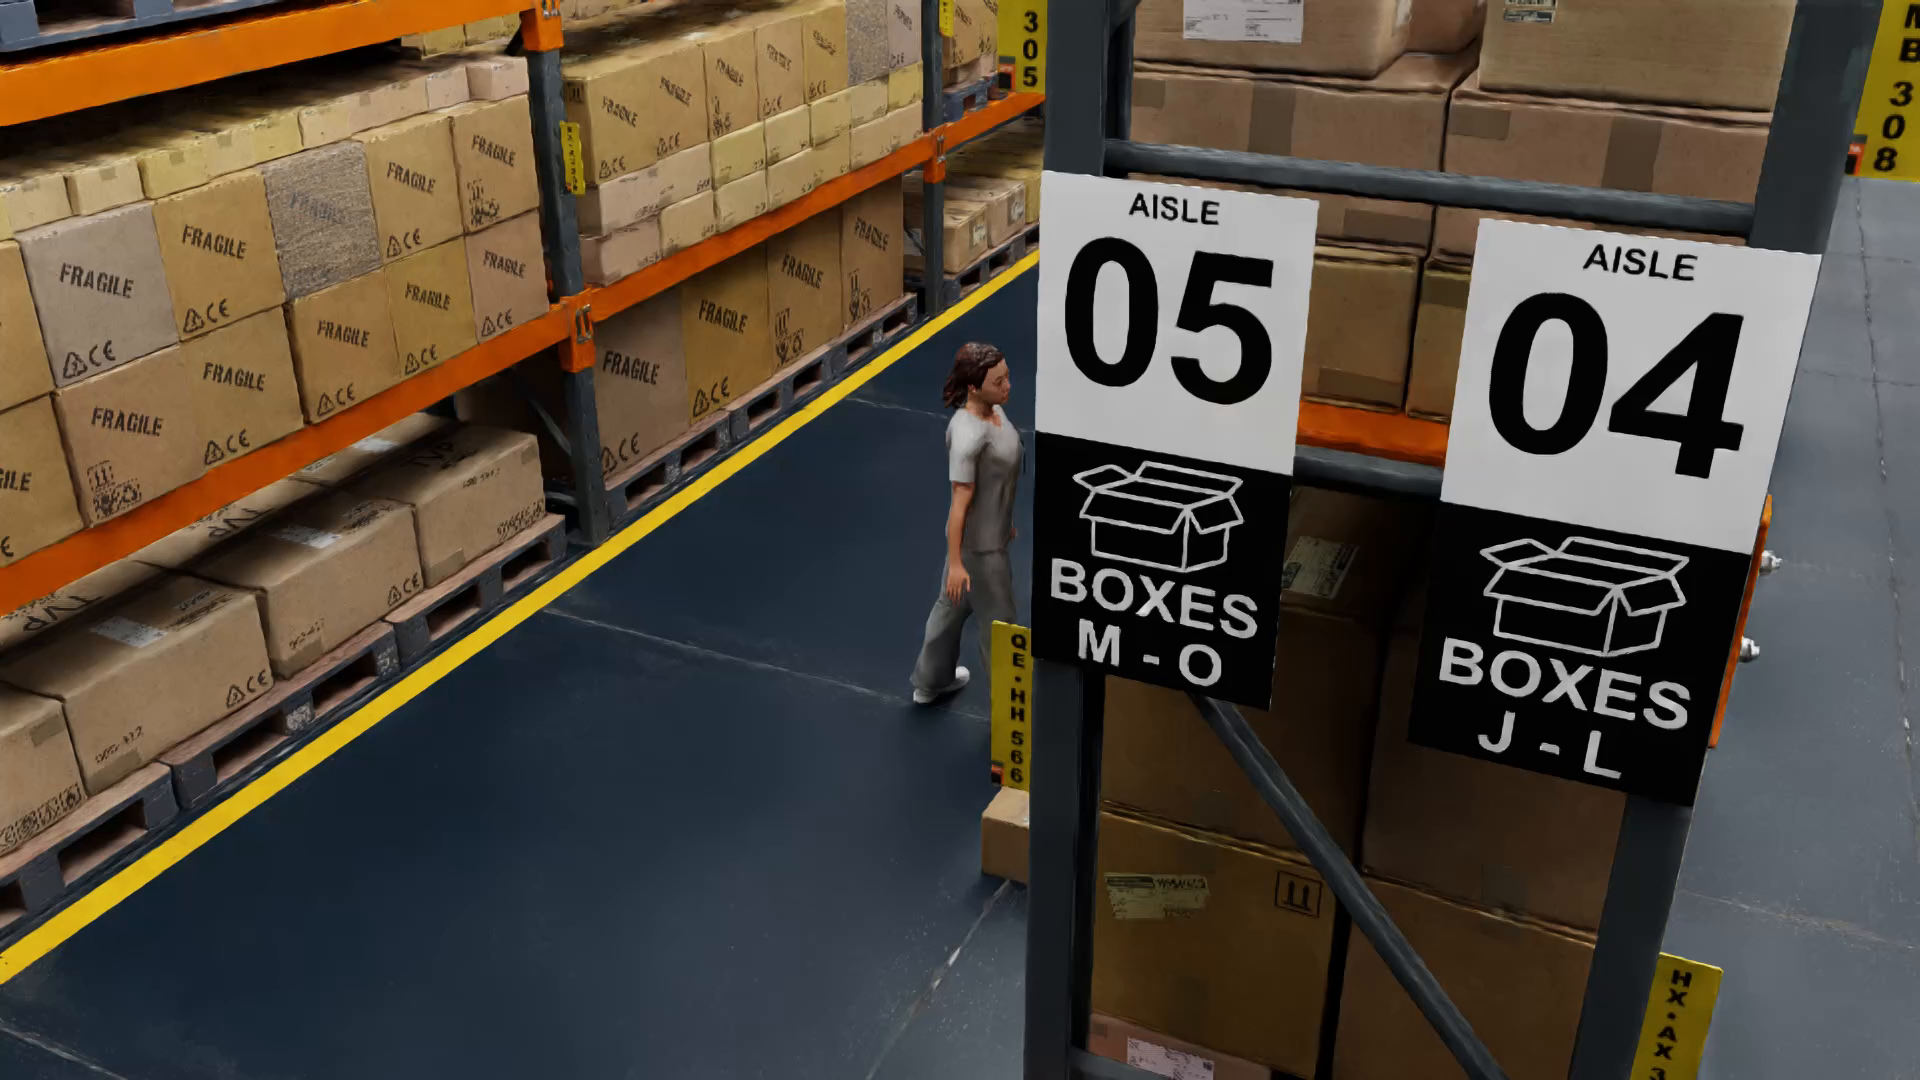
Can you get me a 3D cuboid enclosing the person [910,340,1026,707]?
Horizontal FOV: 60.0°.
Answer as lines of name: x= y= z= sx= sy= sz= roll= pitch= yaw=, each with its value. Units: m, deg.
person: x=0.095 y=0.015 z=6.575 sx=0.659 sy=1.661 sz=0.646 roll=4 pitch=27 yaw=8
